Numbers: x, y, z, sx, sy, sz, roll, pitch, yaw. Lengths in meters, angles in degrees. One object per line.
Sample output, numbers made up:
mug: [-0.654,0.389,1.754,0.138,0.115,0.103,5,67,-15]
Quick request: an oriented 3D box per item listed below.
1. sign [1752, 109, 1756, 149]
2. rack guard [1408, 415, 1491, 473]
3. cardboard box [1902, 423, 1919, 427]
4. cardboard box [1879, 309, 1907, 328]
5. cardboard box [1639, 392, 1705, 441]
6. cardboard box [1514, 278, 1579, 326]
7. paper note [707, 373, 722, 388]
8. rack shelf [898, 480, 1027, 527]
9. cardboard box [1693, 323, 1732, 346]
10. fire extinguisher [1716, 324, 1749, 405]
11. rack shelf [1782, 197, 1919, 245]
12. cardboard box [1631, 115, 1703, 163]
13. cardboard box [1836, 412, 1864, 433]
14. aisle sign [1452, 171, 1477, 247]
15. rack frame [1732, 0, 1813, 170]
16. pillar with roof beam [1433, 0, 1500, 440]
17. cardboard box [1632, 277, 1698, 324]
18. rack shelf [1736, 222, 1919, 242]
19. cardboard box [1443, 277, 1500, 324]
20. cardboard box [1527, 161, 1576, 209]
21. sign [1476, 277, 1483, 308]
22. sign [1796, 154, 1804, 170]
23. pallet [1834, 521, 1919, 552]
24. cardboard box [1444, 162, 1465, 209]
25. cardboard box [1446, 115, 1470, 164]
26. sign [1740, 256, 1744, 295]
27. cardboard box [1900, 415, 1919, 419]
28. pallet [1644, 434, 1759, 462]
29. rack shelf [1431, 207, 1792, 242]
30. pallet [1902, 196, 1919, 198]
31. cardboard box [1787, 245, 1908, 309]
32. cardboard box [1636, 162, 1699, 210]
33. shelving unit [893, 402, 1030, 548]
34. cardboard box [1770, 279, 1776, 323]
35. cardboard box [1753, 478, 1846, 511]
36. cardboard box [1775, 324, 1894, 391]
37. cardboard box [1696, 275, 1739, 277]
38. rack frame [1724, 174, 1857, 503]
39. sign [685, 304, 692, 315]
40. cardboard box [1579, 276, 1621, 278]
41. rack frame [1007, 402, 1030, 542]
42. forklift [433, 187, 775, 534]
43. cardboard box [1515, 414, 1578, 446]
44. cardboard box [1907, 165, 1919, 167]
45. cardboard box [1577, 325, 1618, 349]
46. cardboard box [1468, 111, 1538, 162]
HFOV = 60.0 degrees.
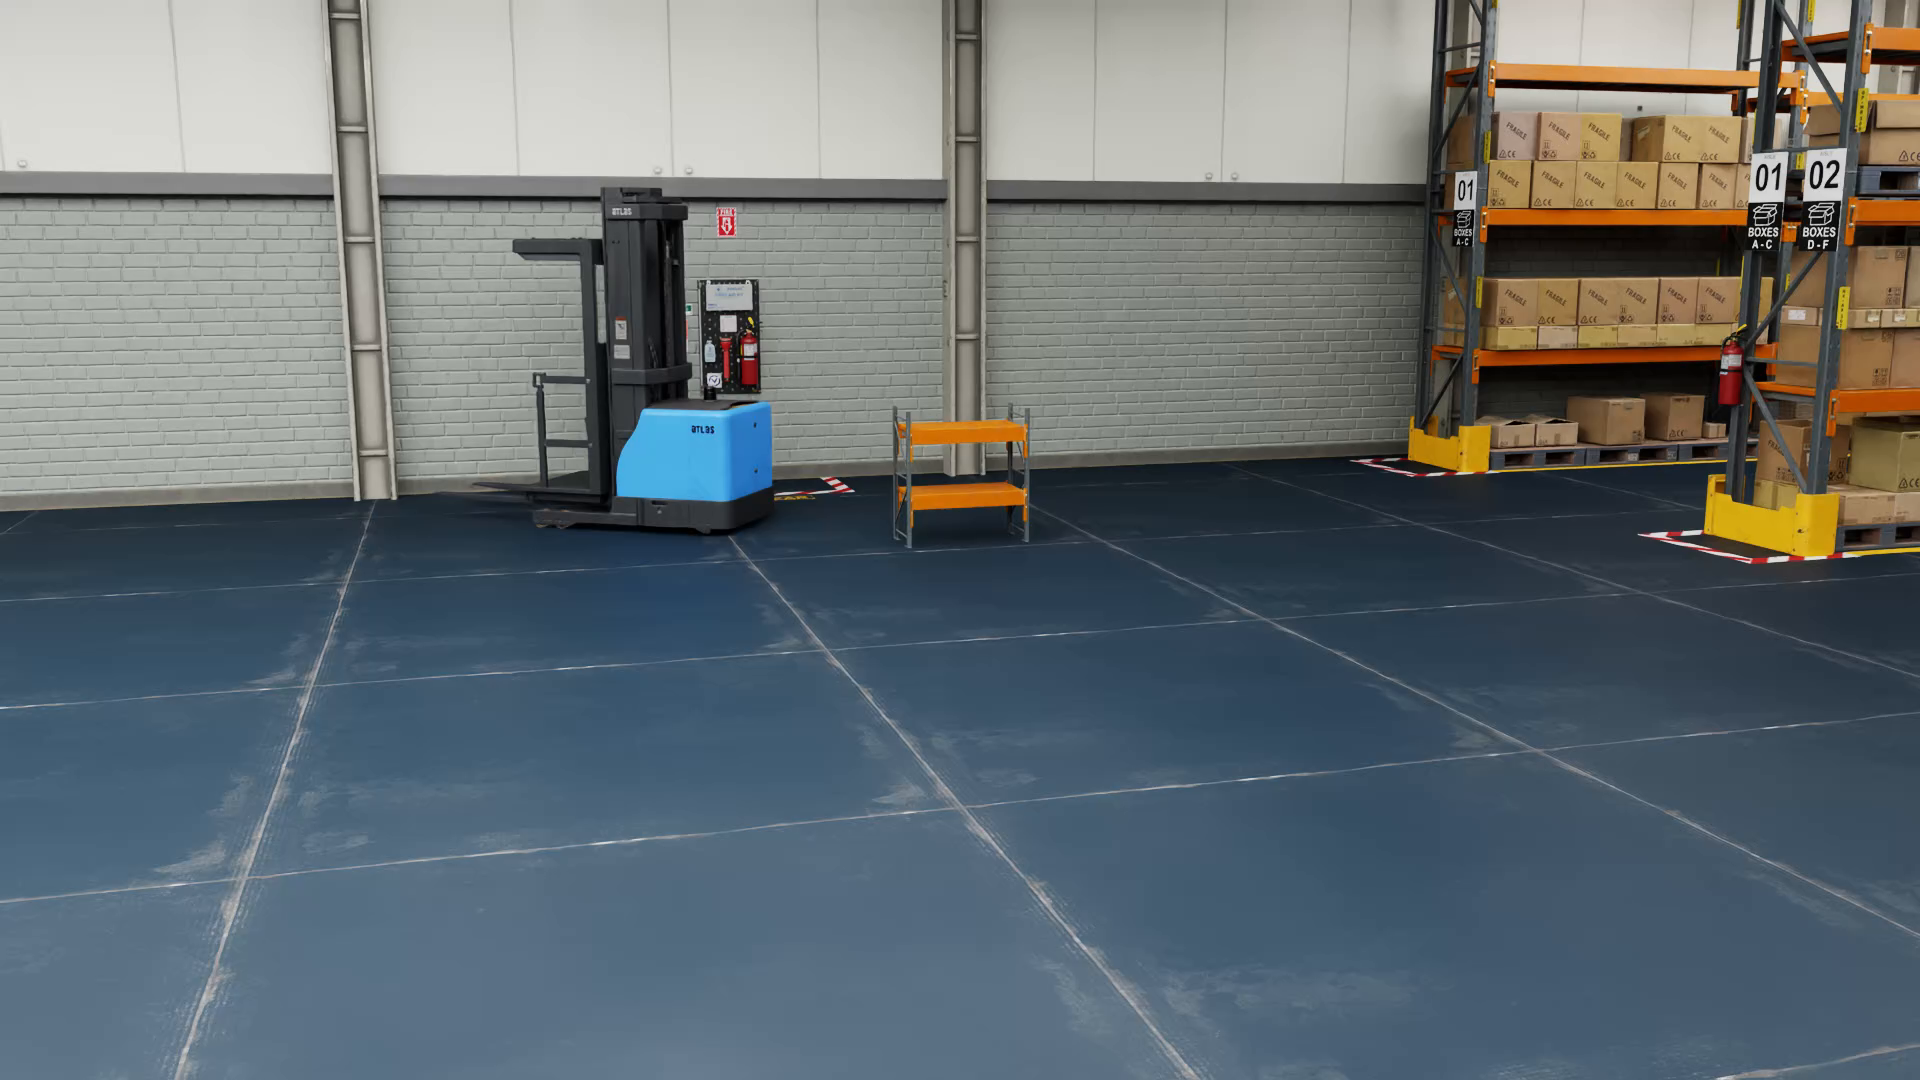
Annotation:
sign: [6.626,-3.416,13.804,0.005,0.325,0.100,-3,11,-16]
rack guard: [5.449,-1.084,18.556,0.348,0.500,1.175,-3,11,-16]
cardboard box: [8.298,-0.714,14.001,0.500,0.500,0.500,-3,11,-16]
cardboard box: [7.454,-1.813,13.544,0.250,0.149,0.380,-3,11,-17]
cardboard box: [8.232,-1.440,19.272,0.500,0.500,0.500,-4,11,-20]
cardboard box: [6.396,-2.610,18.226,0.500,0.500,0.500,-3,11,-16]
paper note: [-2.527,-1.643,17.122,0.142,0.148,0.016,-3,11,-16]
rack shelf: [0.006,-0.313,13.991,1.000,0.278,0.538,-3,11,-16]
cardboard box: [8.366,-2.348,18.874,0.500,0.250,0.500,-3,11,-16]
fire extinguisher: [6.521,-1.486,14.045,0.183,0.674,0.296,-3,11,-16]
rack shelf: [8.685,-2.672,13.975,4.000,0.370,1.077,-3,11,-16]
cardboard box: [7.790,-4.408,18.327,0.500,0.500,0.500,-3,11,-18]
cardboard box: [10.401,-1.574,20.002,0.500,0.500,0.700,-3,11,-17]
aisle sign: [5.391,-3.533,17.770,0.004,0.787,0.394,-3,11,-16]
rack frame: [9.217,-5.463,18.865,0.127,3.000,1.000,-3,11,-16]
pillar with roof beam: [7.010,-4.698,14.710,0.400,9.000,9.100,-3,11,-16]
cardboard box: [7.885,-2.690,18.659,0.500,0.500,0.500,-3,11,-18]
rack shelf: [11.137,-3.735,19.752,4.000,0.370,1.077,-3,11,-16]
cardboard box: [5.770,-2.676,18.583,0.500,0.500,0.500,-3,11,-17]
cardboard box: [6.293,-3.839,17.996,0.500,0.500,0.500,-2,11,-12]
sign: [5.528,-2.641,17.718,0.005,0.325,0.100,-3,11,-16]
sign: [9.376,-4.148,18.580,0.005,0.325,0.100,-3,11,-16]
pallet: [7.487,-0.124,14.134,1.213,0.211,1.003,-3,11,-16]
cardboard box: [5.706,-3.909,18.380,0.500,0.500,0.500,-2,11,-12]
cardboard box: [5.717,-4.403,18.301,0.500,0.500,0.500,-3,11,-13]
sign: [6.626,-2.230,14.022,0.005,0.325,0.100,-3,11,-16]
cardboard box: [8.633,-0.829,14.628,0.500,0.500,0.500,-3,11,-16]
pallet: [8.582,-1.101,19.443,1.213,0.211,1.003,-3,11,-16]
rack shelf: [7.297,-3.532,18.652,4.000,0.370,1.077,-3,11,-16]
pallet: [8.624,-2.974,13.877,1.213,0.211,1.003,-3,11,-16]
cardboard box: [7.267,-2.160,13.636,0.500,0.500,0.700,-3,11,-16]
cardboard box: [7.791,-3.920,18.438,0.500,0.500,0.500,-3,11,-18]
shelving unit: [0.006,-0.554,13.946,1.048,1.125,0.538,-3,11,-16]
cardboard box: [9.715,-2.798,19.467,0.500,0.500,0.700,-3,11,-16]
cardboard box: [7.197,-0.382,14.269,0.500,0.250,0.500,-3,11,-16]
cardboard box: [7.216,-1.519,13.739,0.500,0.500,0.700,-3,11,-16]
cardboard box: [8.707,-2.830,19.420,0.500,0.500,0.500,-3,11,-17]
rack frame: [6.765,-1.449,13.632,0.127,3.000,1.000,-3,11,-16]
sign: [-2.890,-2.340,16.912,0.331,0.109,0.001,-3,11,-16]
cardboard box: [7.234,-2.752,18.997,0.500,0.500,0.500,-3,11,-15]
rack frame: [0.495,-0.579,14.086,0.032,1.125,0.500,-3,11,-16]
forklift: [-3.250,-1.626,14.781,3.031,2.935,1.130,3,11,17]
cardboard box: [6.613,-1.252,18.774,0.500,0.311,0.500,-2,11,-11]
cardboard box: [7.944,-3.105,13.489,0.250,0.149,0.380,-3,11,-16]
cardboard box: [6.919,-2.269,18.445,0.500,0.250,0.500,-3,11,-17]
cardboard box: [5.814,-4.313,17.812,0.500,0.500,0.500,-4,11,-20]
